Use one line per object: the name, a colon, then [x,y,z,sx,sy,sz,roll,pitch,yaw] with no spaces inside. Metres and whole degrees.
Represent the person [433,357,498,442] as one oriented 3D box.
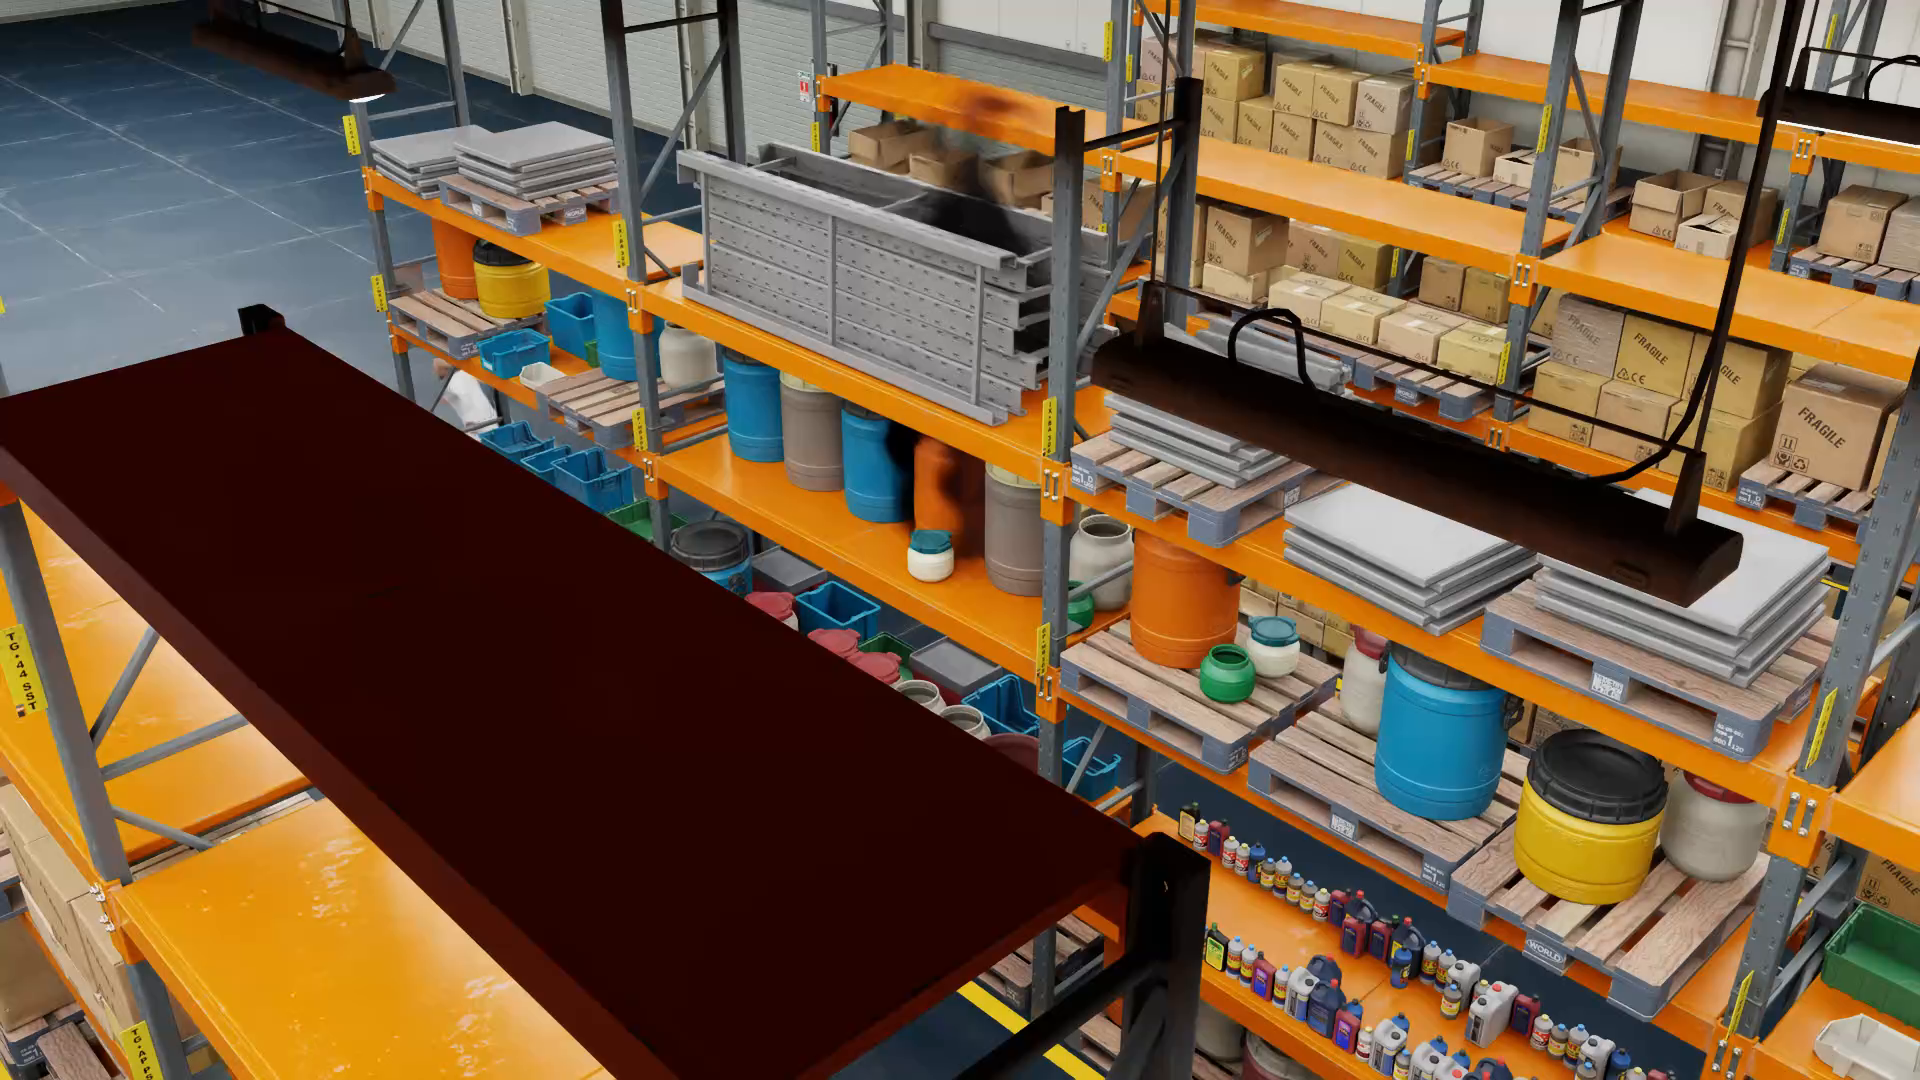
person: [-4.917,-1.073,17.153,1.066,1.715,0.748,4,29,8]
